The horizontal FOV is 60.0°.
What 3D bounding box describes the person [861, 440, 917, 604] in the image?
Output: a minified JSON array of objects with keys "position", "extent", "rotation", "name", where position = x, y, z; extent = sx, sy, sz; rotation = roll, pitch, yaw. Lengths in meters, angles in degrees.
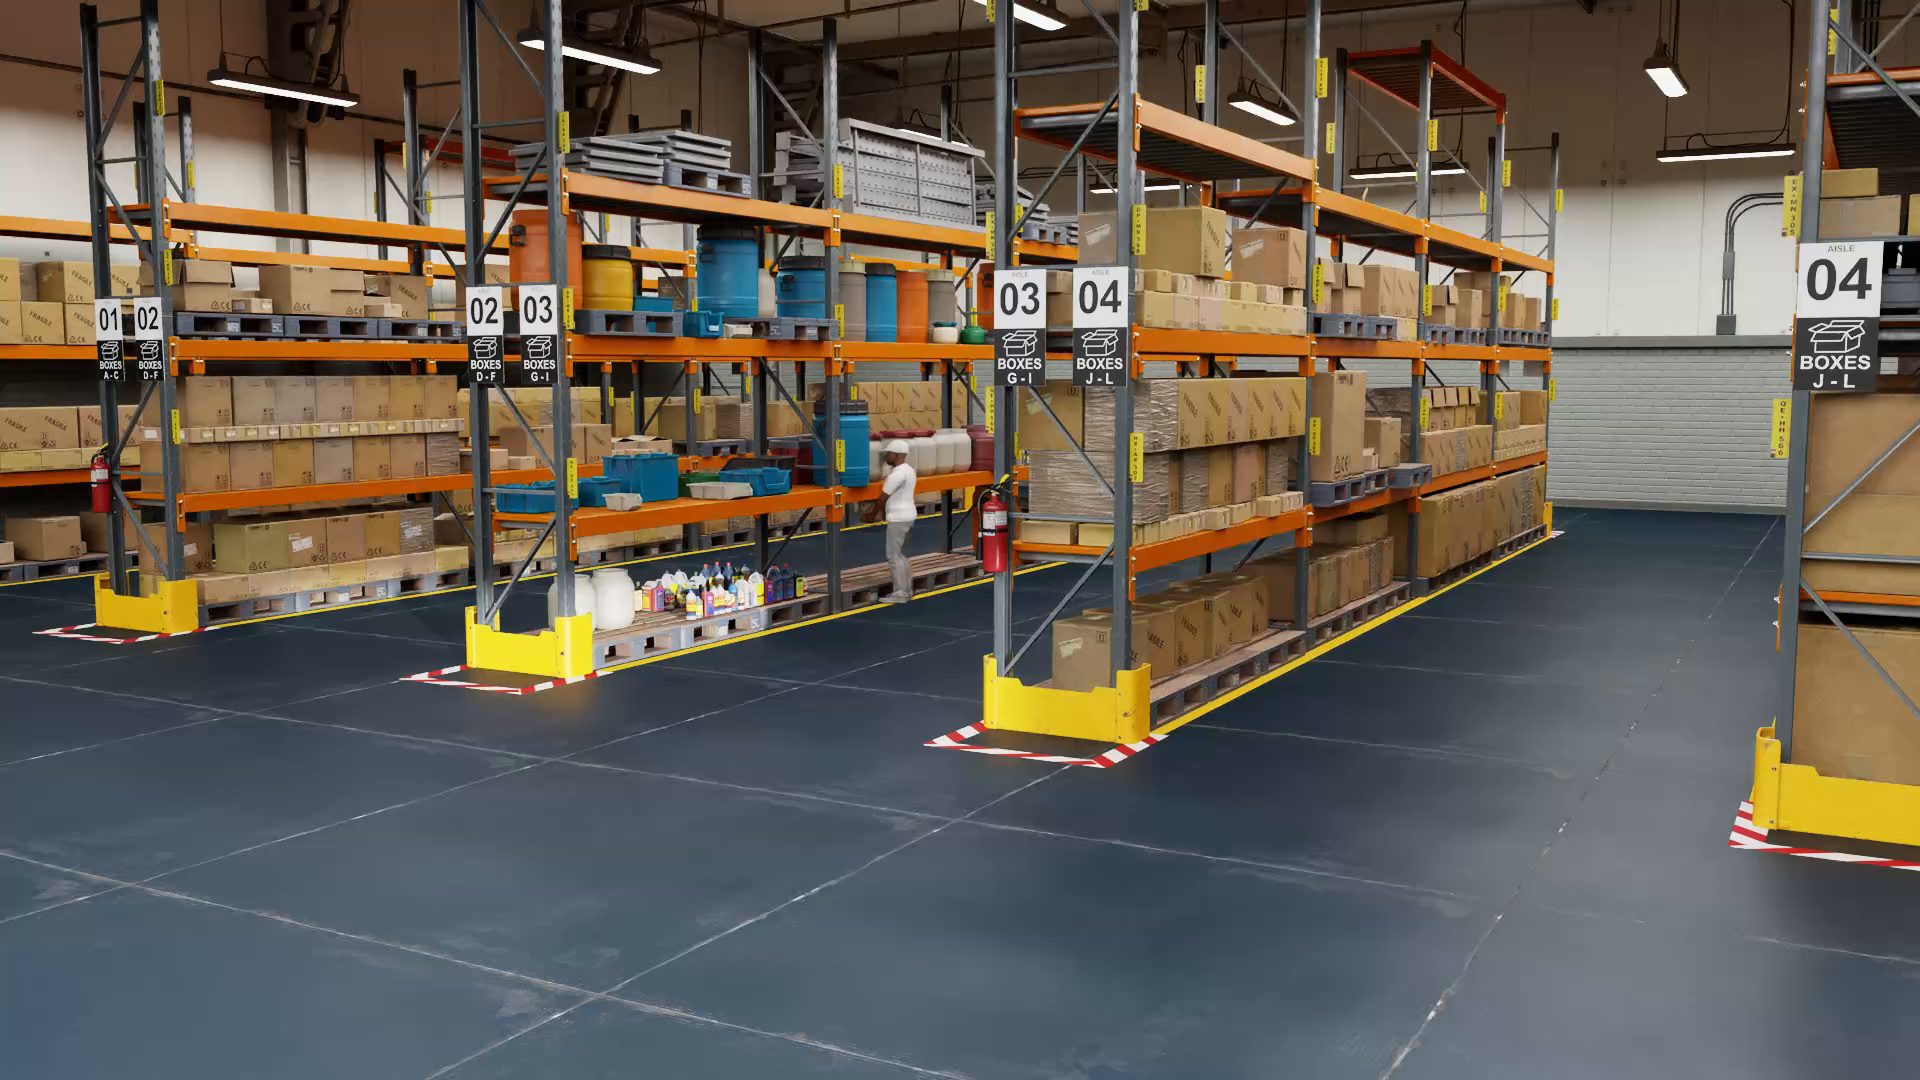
[{"position":[-0.764,-0.204,18.007],"extent":[0.572,1.763,0.505],"rotation":[1,6,12],"name":"person"}]
